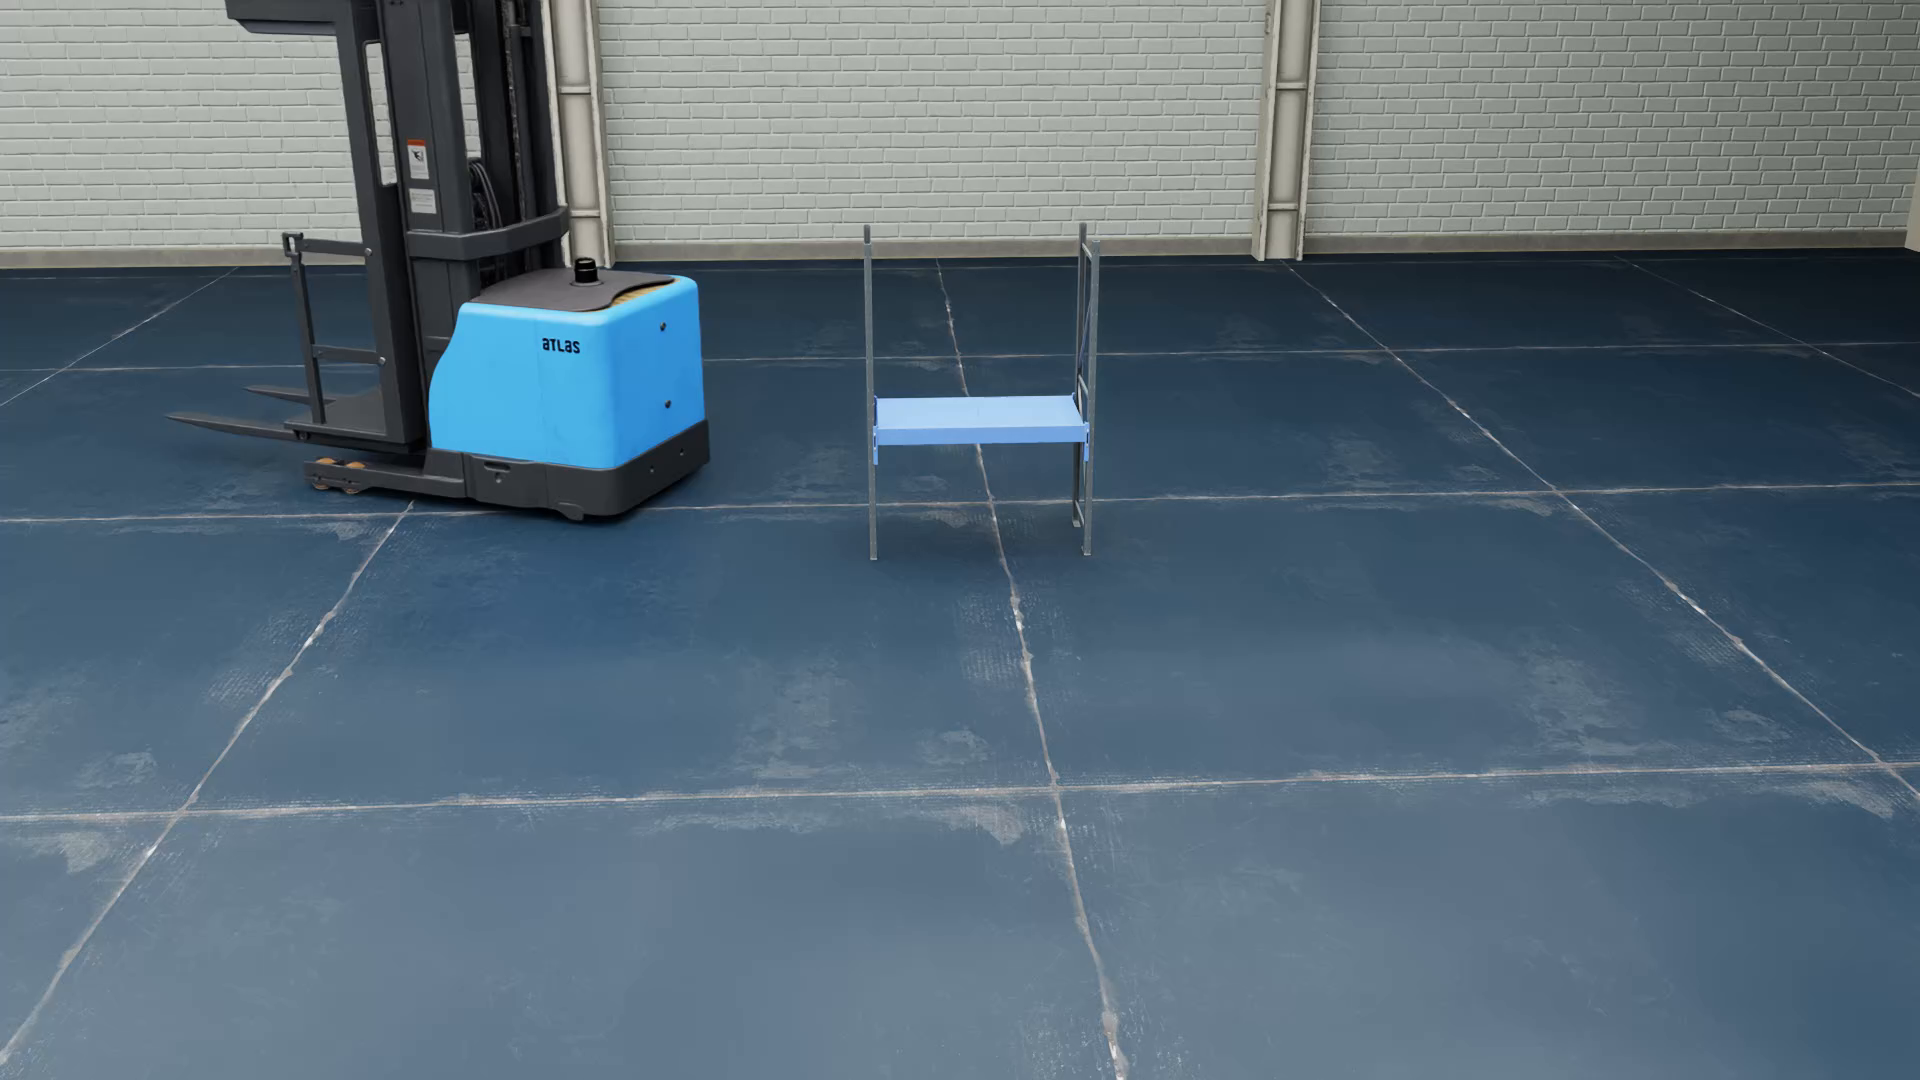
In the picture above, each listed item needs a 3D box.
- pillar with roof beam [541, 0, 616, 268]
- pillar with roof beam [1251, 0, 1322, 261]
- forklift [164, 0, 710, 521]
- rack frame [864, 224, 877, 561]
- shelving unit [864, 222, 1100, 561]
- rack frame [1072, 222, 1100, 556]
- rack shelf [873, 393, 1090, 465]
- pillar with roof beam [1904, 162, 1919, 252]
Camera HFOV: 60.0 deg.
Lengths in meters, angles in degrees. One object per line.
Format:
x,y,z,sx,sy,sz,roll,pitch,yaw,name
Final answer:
-2.949,-5.055,8.752,0.400,9.000,9.100,-1,21,-3,pillar with roof beam
3.042,-5.177,9.072,0.400,9.000,9.100,-1,21,-3,pillar with roof beam
-2.932,-1.776,8.668,3.031,2.935,1.130,8,22,19,forklift
-0.422,-0.692,7.832,0.032,1.500,0.500,-1,21,-3,rack frame
0.085,-0.703,7.859,1.048,1.500,0.538,-1,21,-3,shelving unit
0.593,-0.713,7.886,0.032,1.500,0.500,-1,21,-3,rack frame
0.085,-0.535,7.923,1.000,0.185,0.538,-1,21,-3,rack shelf
9.032,-5.299,9.393,0.400,9.000,9.100,-1,21,-3,pillar with roof beam
